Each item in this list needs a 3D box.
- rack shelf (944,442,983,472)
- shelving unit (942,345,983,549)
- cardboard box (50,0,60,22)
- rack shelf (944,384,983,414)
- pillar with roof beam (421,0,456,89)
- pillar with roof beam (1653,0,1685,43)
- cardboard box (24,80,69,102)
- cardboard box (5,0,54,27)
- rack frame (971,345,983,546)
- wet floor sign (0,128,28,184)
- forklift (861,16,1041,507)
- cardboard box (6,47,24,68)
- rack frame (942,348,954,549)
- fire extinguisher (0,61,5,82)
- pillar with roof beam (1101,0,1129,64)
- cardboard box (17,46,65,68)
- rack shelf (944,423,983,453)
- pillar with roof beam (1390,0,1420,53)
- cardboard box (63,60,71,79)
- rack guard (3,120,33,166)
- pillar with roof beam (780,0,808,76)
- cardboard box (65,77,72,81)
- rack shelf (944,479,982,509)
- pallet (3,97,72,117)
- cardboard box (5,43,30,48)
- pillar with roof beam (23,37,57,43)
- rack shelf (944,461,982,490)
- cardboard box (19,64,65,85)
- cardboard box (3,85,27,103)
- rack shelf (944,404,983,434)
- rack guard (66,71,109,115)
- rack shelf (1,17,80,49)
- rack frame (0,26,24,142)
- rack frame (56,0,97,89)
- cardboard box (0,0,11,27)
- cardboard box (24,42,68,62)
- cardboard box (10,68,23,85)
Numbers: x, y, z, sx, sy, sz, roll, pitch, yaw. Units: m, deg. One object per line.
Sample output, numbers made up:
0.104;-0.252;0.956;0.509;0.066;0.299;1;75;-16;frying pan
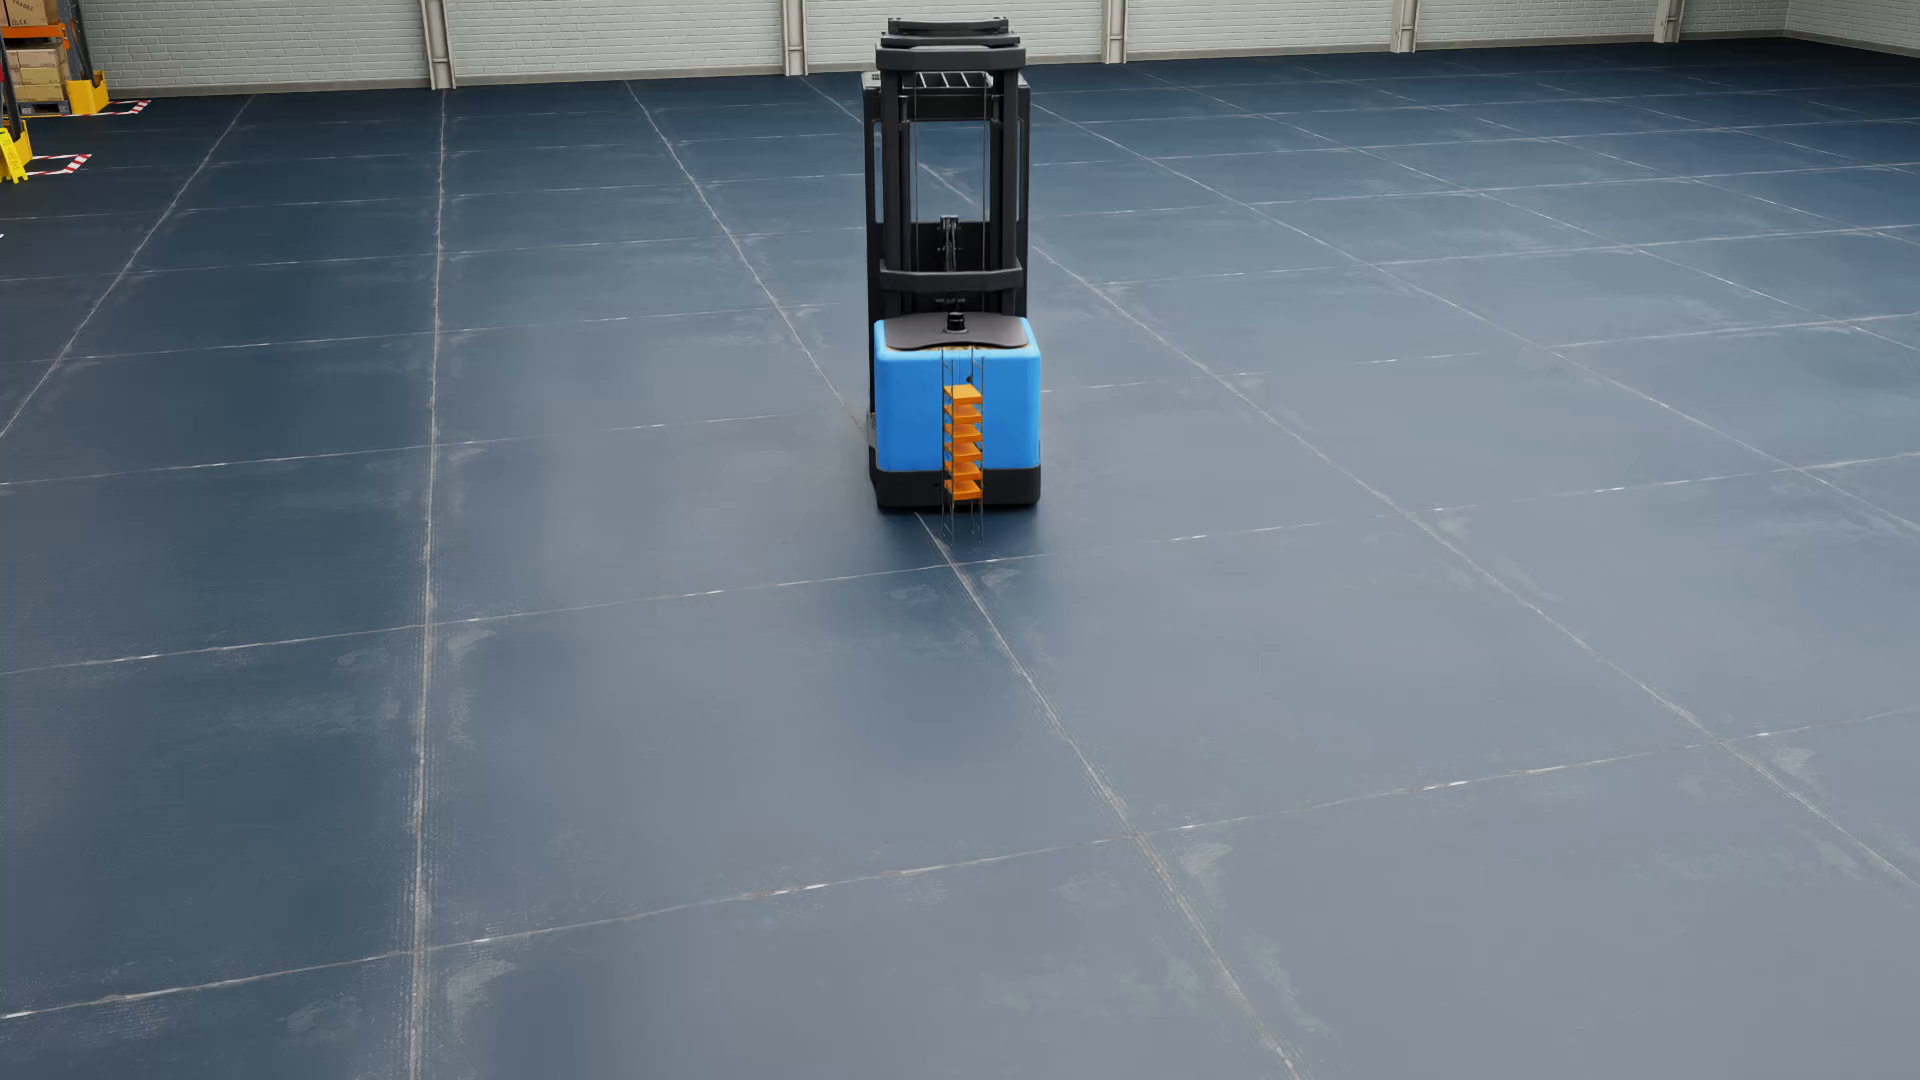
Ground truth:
0.014;-0.512;10.035;0.180;0.103;0.258;-6;24;-14;rack shelf
0.014;-0.553;10.017;0.189;1.200;0.258;-6;24;-14;shelving unit
-14.111;-8.194;25.416;0.500;0.500;0.500;-6;24;-13;cardboard box
0.014;-0.843;9.893;0.180;0.103;0.258;-6;24;-14;rack shelf
-7.533;-10.125;22.435;0.400;9.000;9.100;-6;24;-14;pillar with roof beam
15.575;-12.681;28.392;0.400;9.000;9.100;-6;24;-14;pillar with roof beam
-13.926;-6.855;25.376;0.500;0.250;0.500;-6;24;-14;cardboard box
-13.962;-7.989;24.938;0.500;0.500;0.500;-7;24;-16;cardboard box
0.102;-0.563;10.040;0.006;1.200;0.240;-6;24;-14;rack frame
-11.743;-4.743;20.486;0.232;0.644;0.267;2;23;4;wet floor sign
-0.104;-2.097;11.421;1.130;2.935;3.031;-2;23;-4;forklift
-14.408;-7.260;25.053;0.500;0.250;0.500;-6;24;-13;cardboard box
-0.074;-0.543;9.994;0.006;1.200;0.240;-6;24;-14;rack frame
-11.980;-6.013;20.557;0.183;0.674;0.296;-6;24;-14;fire extinguisher
4.021;-11.403;25.413;0.400;9.000;9.100;-6;24;-14;pillar with roof beam
-13.918;-7.317;25.185;0.500;0.250;0.500;-5;24;-13;cardboard box
0.014;-0.622;9.987;0.180;0.103;0.258;-6;24;-14;rack shelf
9.798;-12.042;26.903;0.400;9.000;9.100;-6;24;-14;pillar with roof beam
-14.068;-7.283;25.740;0.500;0.250;0.500;-6;24;-13;cardboard box
-12.288;-5.054;21.396;0.348;0.500;1.175;-6;24;-14;rack guard
-1.756;-10.764;23.924;0.400;9.000;9.100;-6;24;-14;pillar with roof beam
-14.085;-7.047;25.823;0.500;0.250;0.500;-6;24;-14;cardboard box
0.014;-0.292;10.129;0.180;0.103;0.258;-6;24;-14;rack shelf
-14.284;-6.717;25.635;1.213;0.211;1.003;-6;24;-14;pallet
-14.553;-7.450;25.496;0.500;0.250;0.500;-6;24;-14;cardboard box
-13.310;-9.486;20.945;0.400;9.000;9.100;-6;24;-14;pillar with roof beam
0.014;-0.402;10.082;0.180;0.103;0.258;-6;24;-14;rack shelf
-13.943;-7.084;25.276;0.500;0.250;0.500;-7;24;-15;cardboard box
-14.408;-6.805;25.261;0.500;0.250;0.500;-6;24;-14;cardboard box
0.014;-0.733;9.940;0.180;0.103;0.258;-6;24;-14;rack shelf
-13.536;-6.949;25.811;0.348;0.500;1.175;-6;24;-14;rack guard
-15.485;-7.552;24.958;4.000;0.370;1.077;-6;24;-14;rack shelf
-12.215;-6.211;20.922;0.127;3.000;1.000;-6;24;-14;rack frame
-13.559;-8.095;25.313;0.127;3.000;1.000;-6;24;-14;rack frame
-14.464;-7.937;24.818;0.500;0.500;0.500;-6;24;-13;cardboard box
-14.073;-7.505;25.623;0.500;0.250;0.500;-7;24;-15;cardboard box
-14.429;-7.035;25.161;0.500;0.250;0.500;-7;24;-15;cardboard box
